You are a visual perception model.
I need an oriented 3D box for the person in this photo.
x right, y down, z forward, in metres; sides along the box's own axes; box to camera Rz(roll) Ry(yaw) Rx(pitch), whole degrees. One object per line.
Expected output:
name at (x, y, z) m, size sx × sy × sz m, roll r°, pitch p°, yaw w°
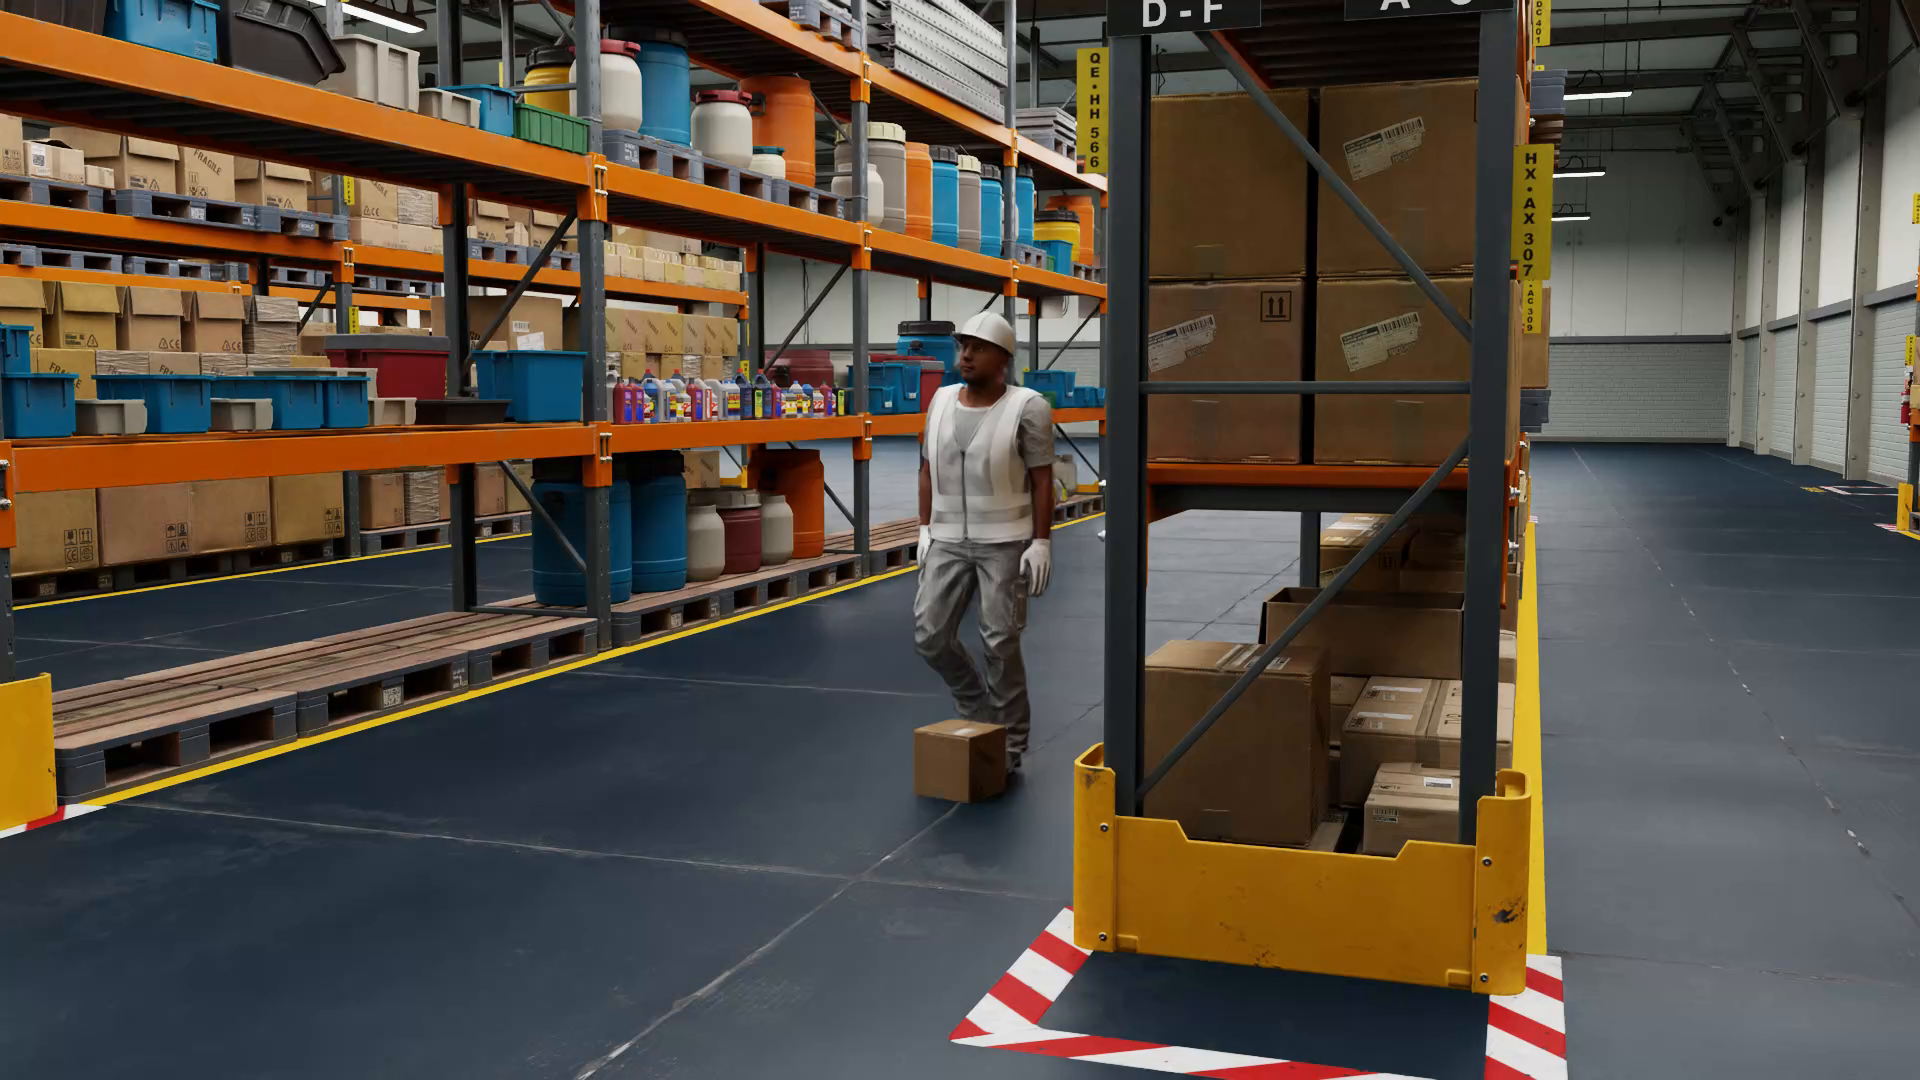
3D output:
person at (0.105, 0.011, 6.428) m, size 0.599 × 1.769 × 0.503 m, roll 3°, pitch 6°, yaw 26°
